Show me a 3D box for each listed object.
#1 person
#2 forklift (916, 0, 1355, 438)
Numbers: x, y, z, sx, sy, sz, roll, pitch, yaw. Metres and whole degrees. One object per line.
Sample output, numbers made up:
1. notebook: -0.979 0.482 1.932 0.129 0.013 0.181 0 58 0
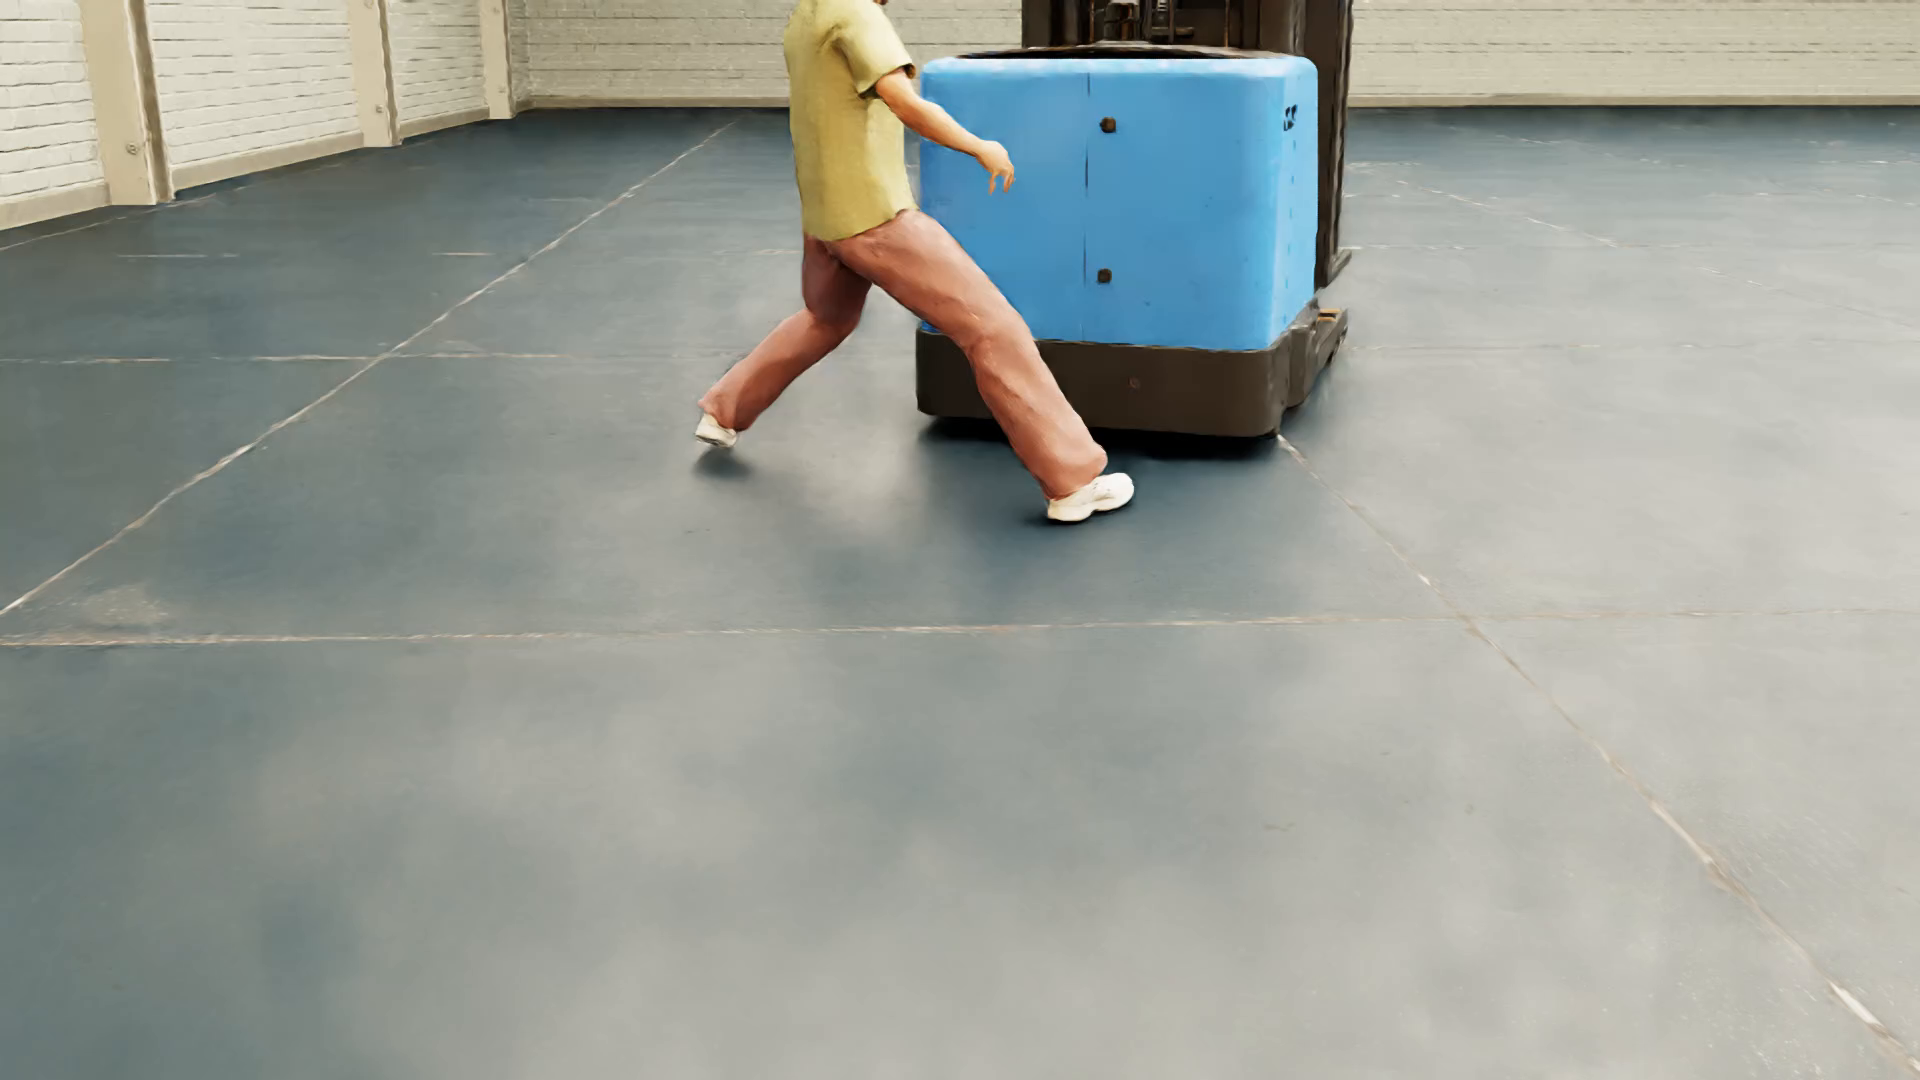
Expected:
1. person: -0.165 -0.876 4.239 0.902 1.478 1.201 -8 19 -24
2. forklift: 0.817 -2.077 5.696 1.130 2.935 3.031 6 18 17
